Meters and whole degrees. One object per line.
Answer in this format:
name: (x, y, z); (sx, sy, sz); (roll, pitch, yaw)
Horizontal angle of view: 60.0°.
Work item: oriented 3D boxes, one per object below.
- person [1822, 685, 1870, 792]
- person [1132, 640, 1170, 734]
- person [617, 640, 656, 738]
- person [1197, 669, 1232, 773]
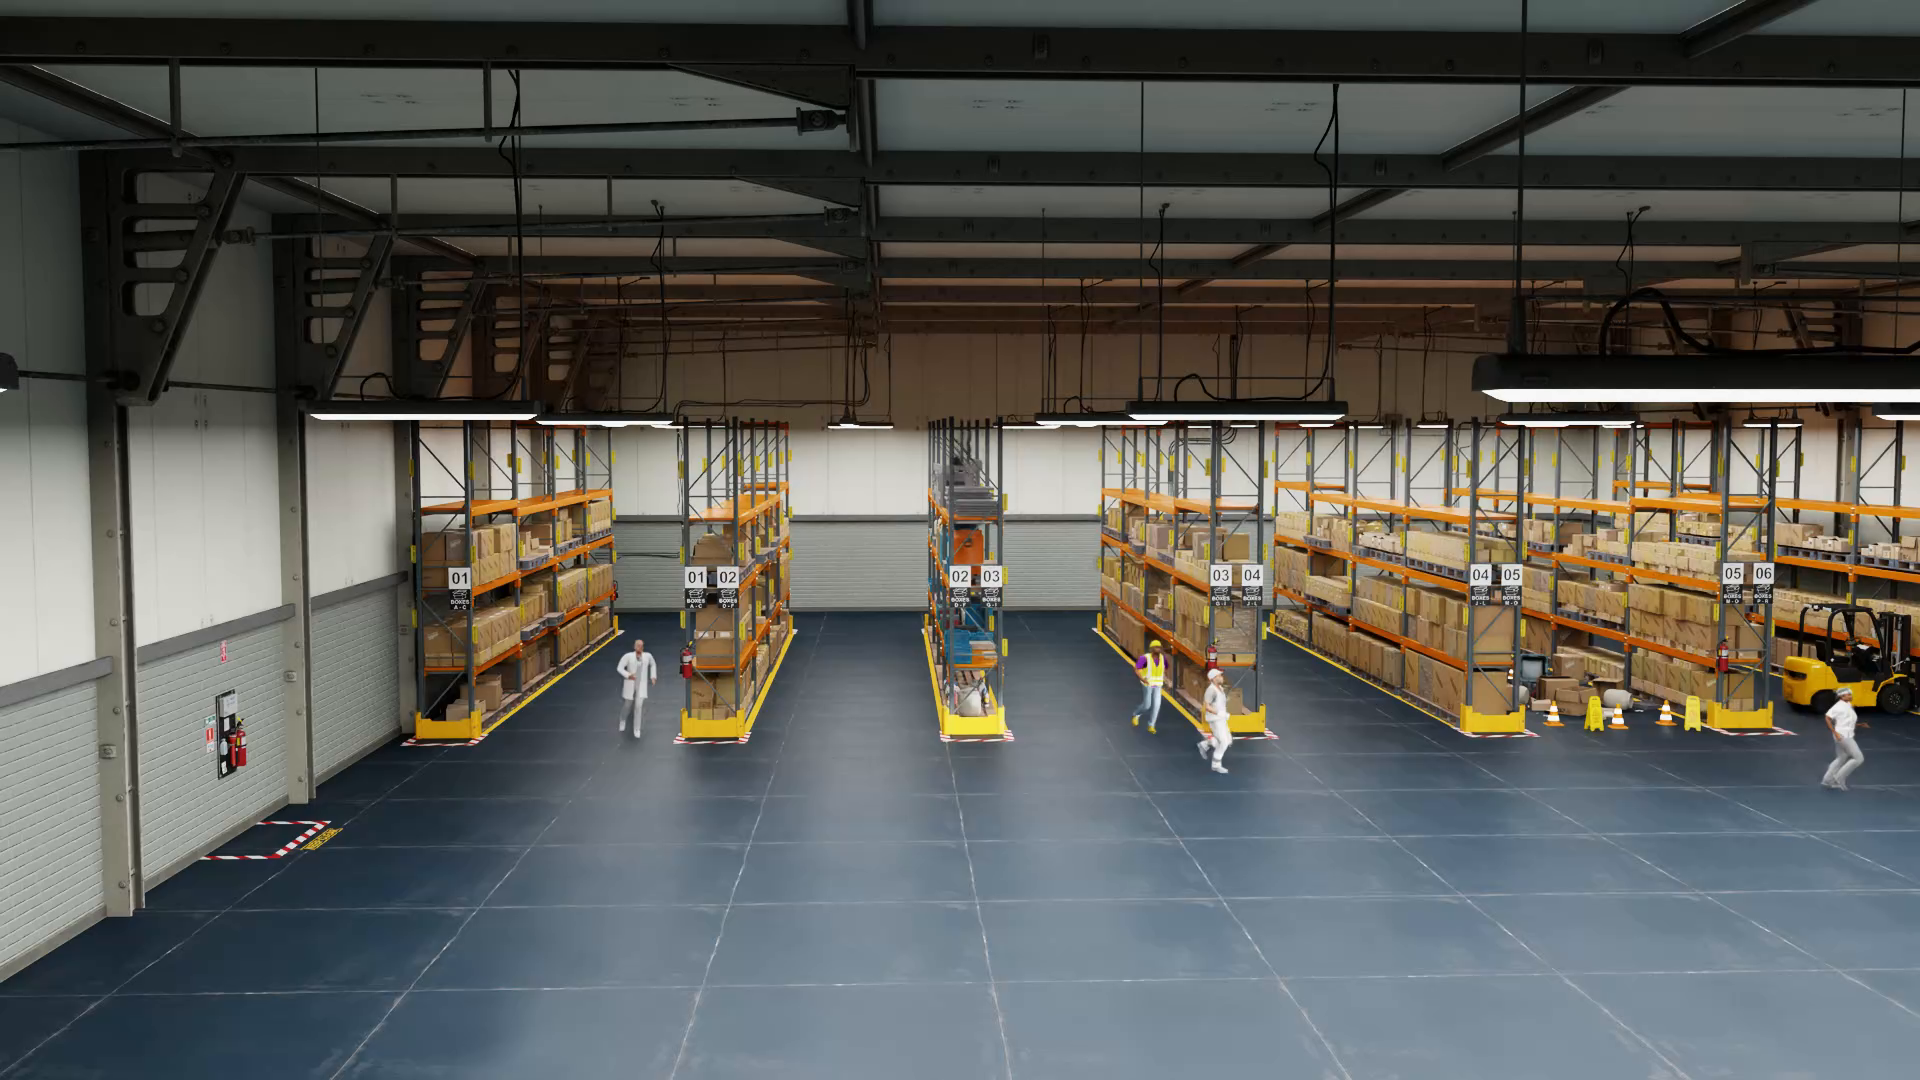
person: (14.093, 3.152, 26.450); (0.664, 1.681, 0.545); (3, 5, 36)
person: (3.691, 2.783, 31.886); (0.759, 1.749, 0.738); (-1, 4, -21)
person: (-6.096, 2.773, 31.428); (0.763, 1.784, 0.976); (-1, 4, -21)
person: (4.279, 3.031, 28.000); (0.619, 1.739, 0.698); (2, 4, 24)
